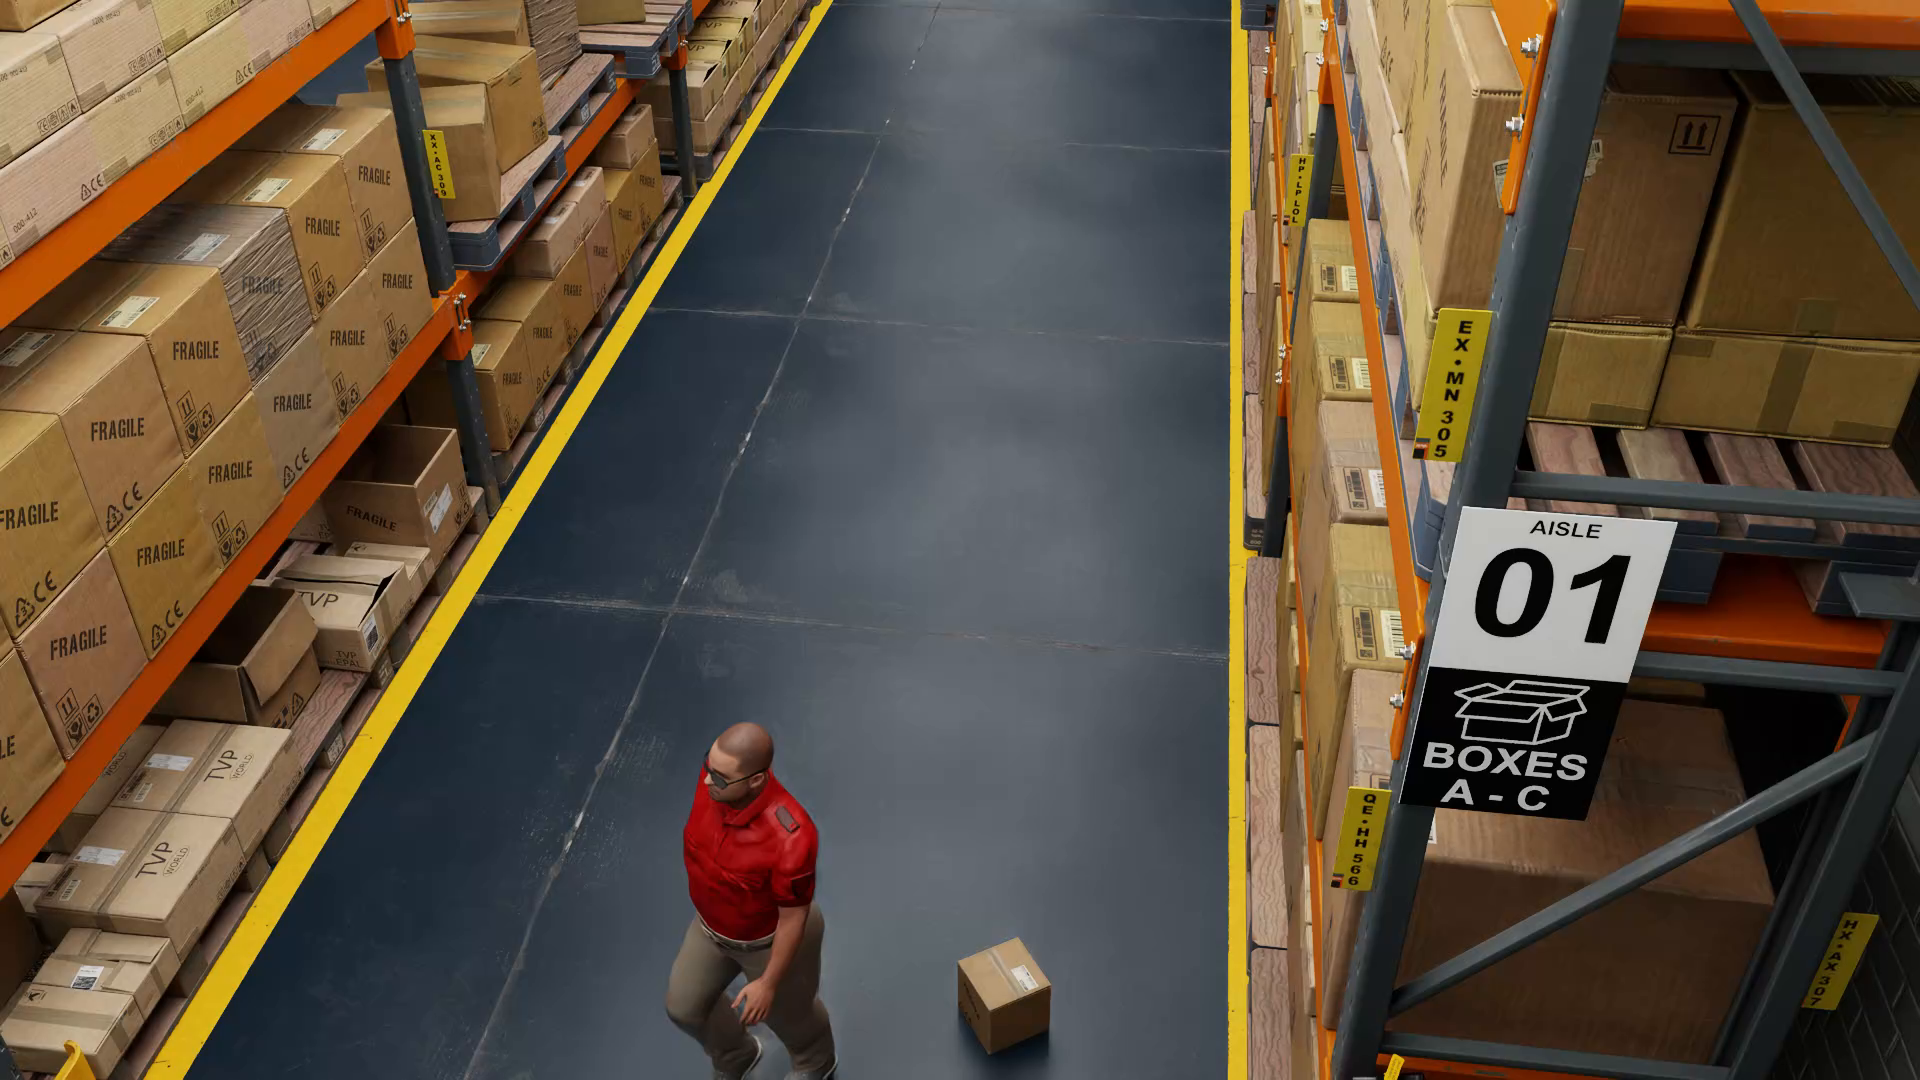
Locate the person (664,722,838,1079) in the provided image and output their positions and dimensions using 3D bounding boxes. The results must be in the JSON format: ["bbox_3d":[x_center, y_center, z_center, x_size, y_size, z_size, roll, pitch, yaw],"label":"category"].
[{"bbox_3d":[-0.657,1.310,5.343,0.543,1.709,0.512,29,45,34],"label":"person"}]
